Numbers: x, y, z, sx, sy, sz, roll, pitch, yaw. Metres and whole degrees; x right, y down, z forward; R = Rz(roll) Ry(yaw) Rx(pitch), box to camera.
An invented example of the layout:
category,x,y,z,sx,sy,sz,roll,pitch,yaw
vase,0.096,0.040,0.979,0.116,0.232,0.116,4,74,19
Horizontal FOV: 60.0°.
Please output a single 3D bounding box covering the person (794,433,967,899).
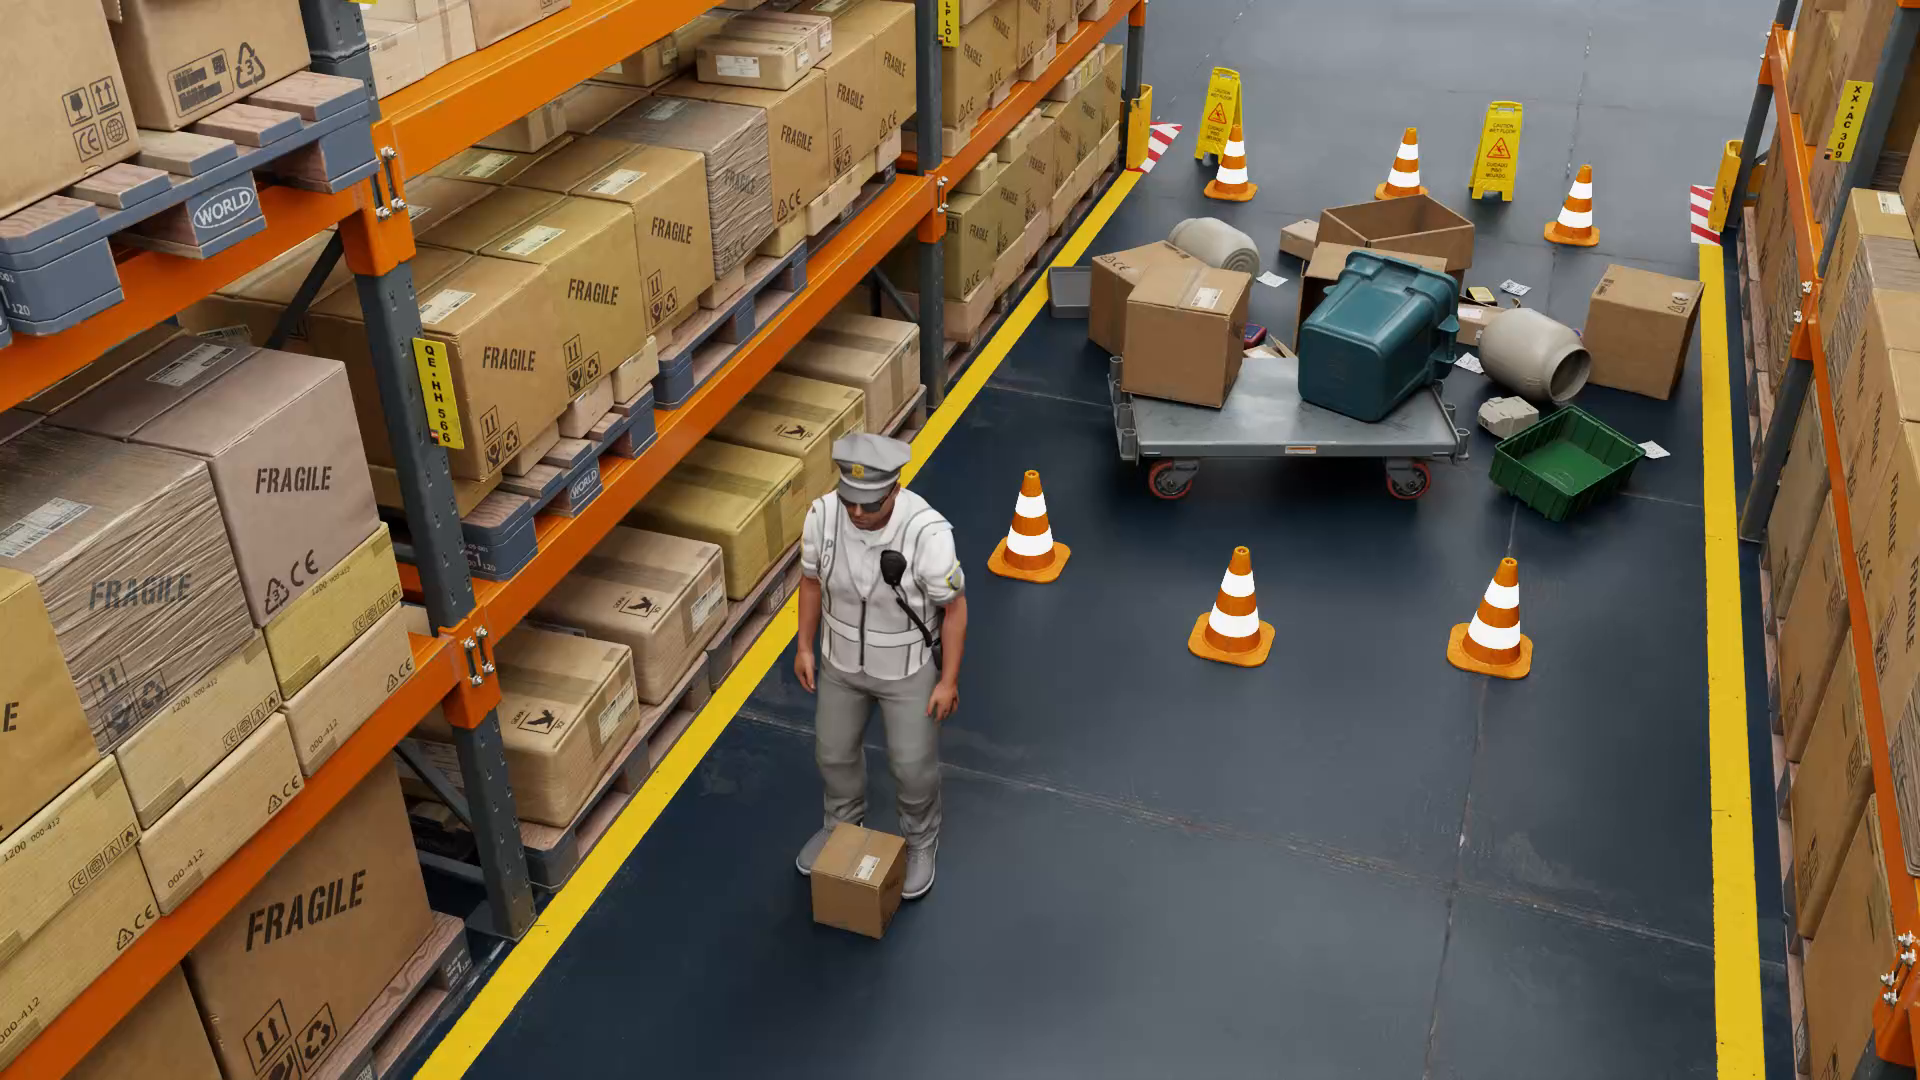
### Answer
category,x,y,z,sx,sy,sz,roll,pitch,yaw
person,-0.261,0.397,5.522,0.585,1.748,0.433,11,35,16
